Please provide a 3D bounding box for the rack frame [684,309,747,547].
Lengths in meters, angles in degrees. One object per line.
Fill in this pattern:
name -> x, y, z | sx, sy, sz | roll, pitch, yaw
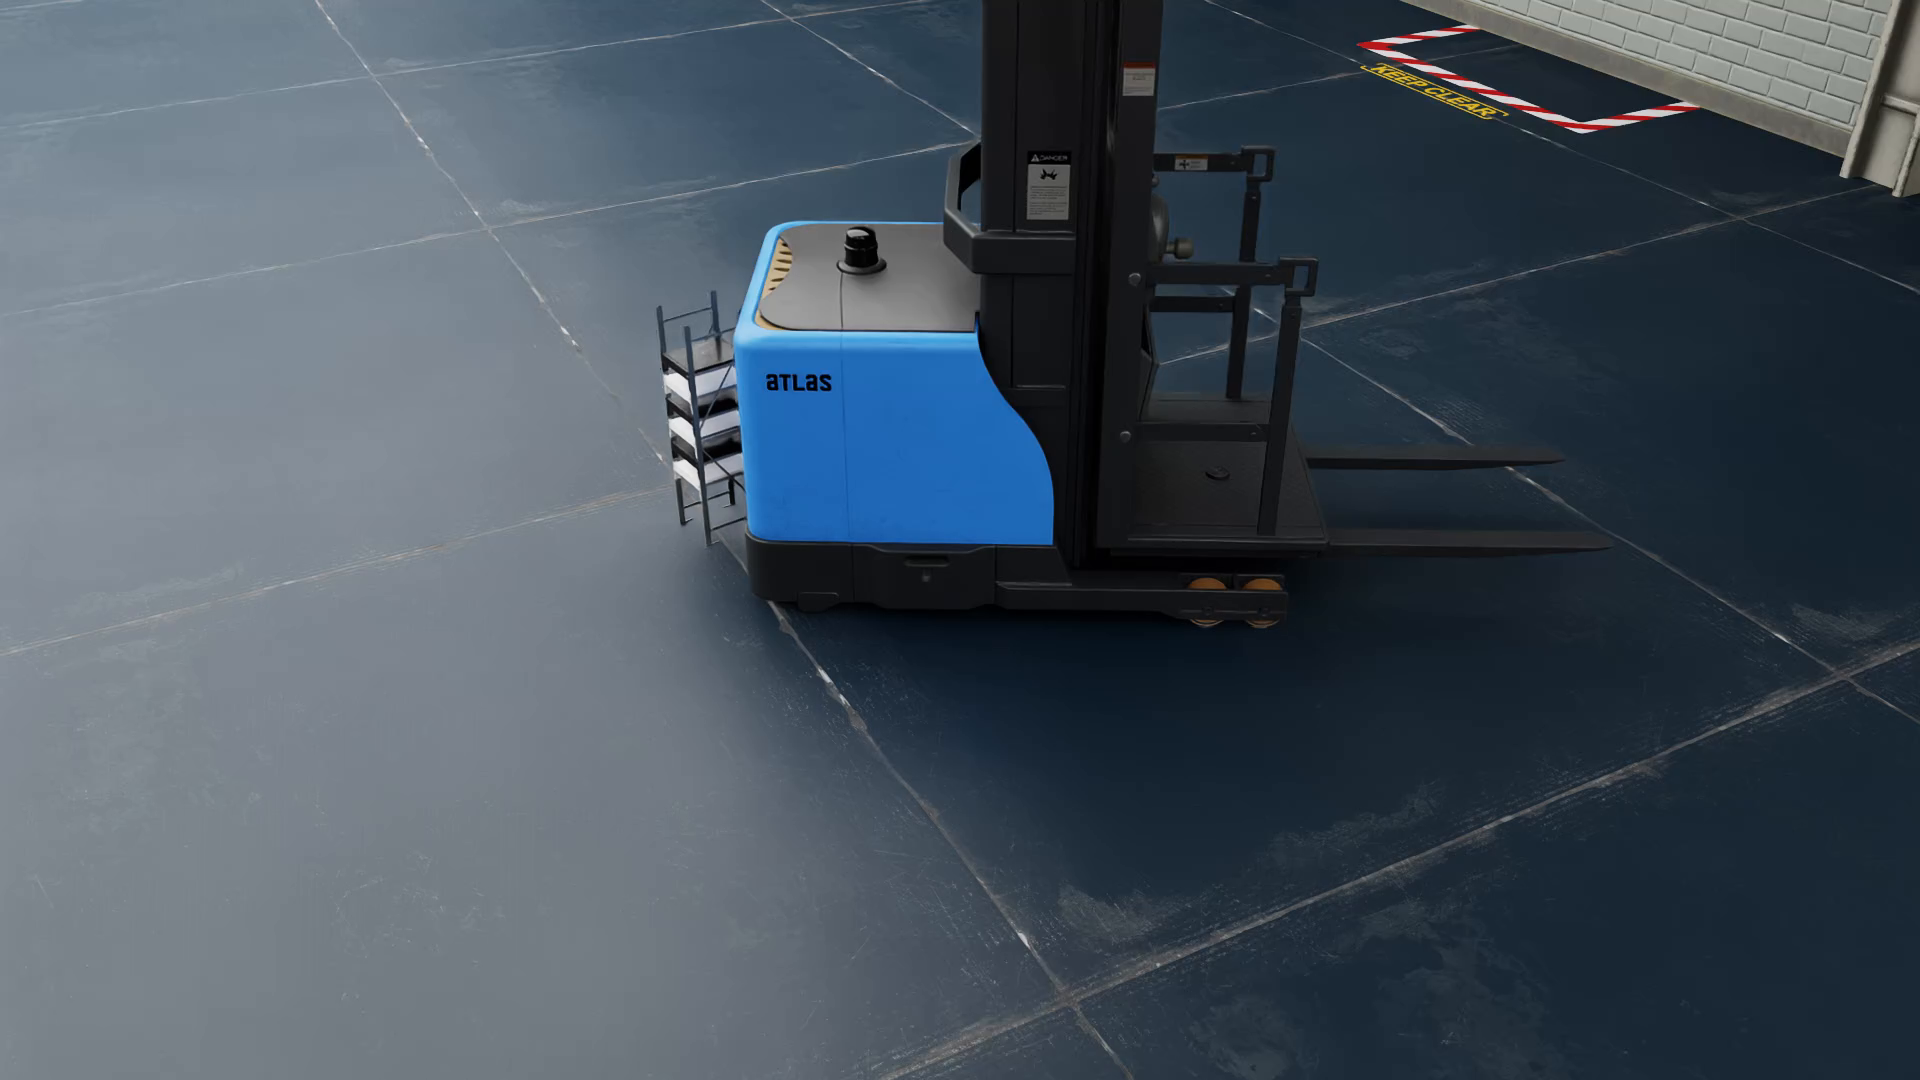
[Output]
rack frame -> -0.852, -0.393, 6.027 | 0.240, 0.900, 0.006 | -22, 38, -30

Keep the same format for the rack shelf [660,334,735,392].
rack shelf -> -0.914, -0.637, 5.969 | 0.258, 0.077, 0.200 | -22, 38, -30

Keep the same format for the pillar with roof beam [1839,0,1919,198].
pillar with roof beam -> 1.441, -4.734, 5.298 | 9.100, 9.000, 0.400 | -16, 36, -23

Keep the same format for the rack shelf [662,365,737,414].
rack shelf -> -0.913, -0.561, 6.017 | 0.258, 0.077, 0.200 | -22, 38, -30

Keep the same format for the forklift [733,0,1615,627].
forklift -> 0.781, -1.224, 5.444 | 3.031, 2.935, 1.130 | 1, 33, 1

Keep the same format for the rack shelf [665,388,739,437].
rack shelf -> -0.913, -0.485, 6.066 | 0.258, 0.077, 0.200 | -22, 38, -30

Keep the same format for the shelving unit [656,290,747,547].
shelving unit -> -0.913, -0.437, 6.096 | 0.258, 0.900, 0.210 | -22, 38, -30

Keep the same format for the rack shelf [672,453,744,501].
rack shelf -> -0.911, -0.257, 6.211 | 0.258, 0.077, 0.200 | -22, 38, -30

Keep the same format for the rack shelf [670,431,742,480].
rack shelf -> -0.912, -0.333, 6.162 | 0.258, 0.077, 0.200 | -22, 38, -30

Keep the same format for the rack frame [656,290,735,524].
rack frame -> -0.973, -0.480, 6.165 | 0.240, 0.900, 0.006 | -22, 38, -30

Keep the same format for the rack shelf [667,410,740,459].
rack shelf -> -0.912, -0.409, 6.114 | 0.258, 0.077, 0.200 | -22, 38, -30
